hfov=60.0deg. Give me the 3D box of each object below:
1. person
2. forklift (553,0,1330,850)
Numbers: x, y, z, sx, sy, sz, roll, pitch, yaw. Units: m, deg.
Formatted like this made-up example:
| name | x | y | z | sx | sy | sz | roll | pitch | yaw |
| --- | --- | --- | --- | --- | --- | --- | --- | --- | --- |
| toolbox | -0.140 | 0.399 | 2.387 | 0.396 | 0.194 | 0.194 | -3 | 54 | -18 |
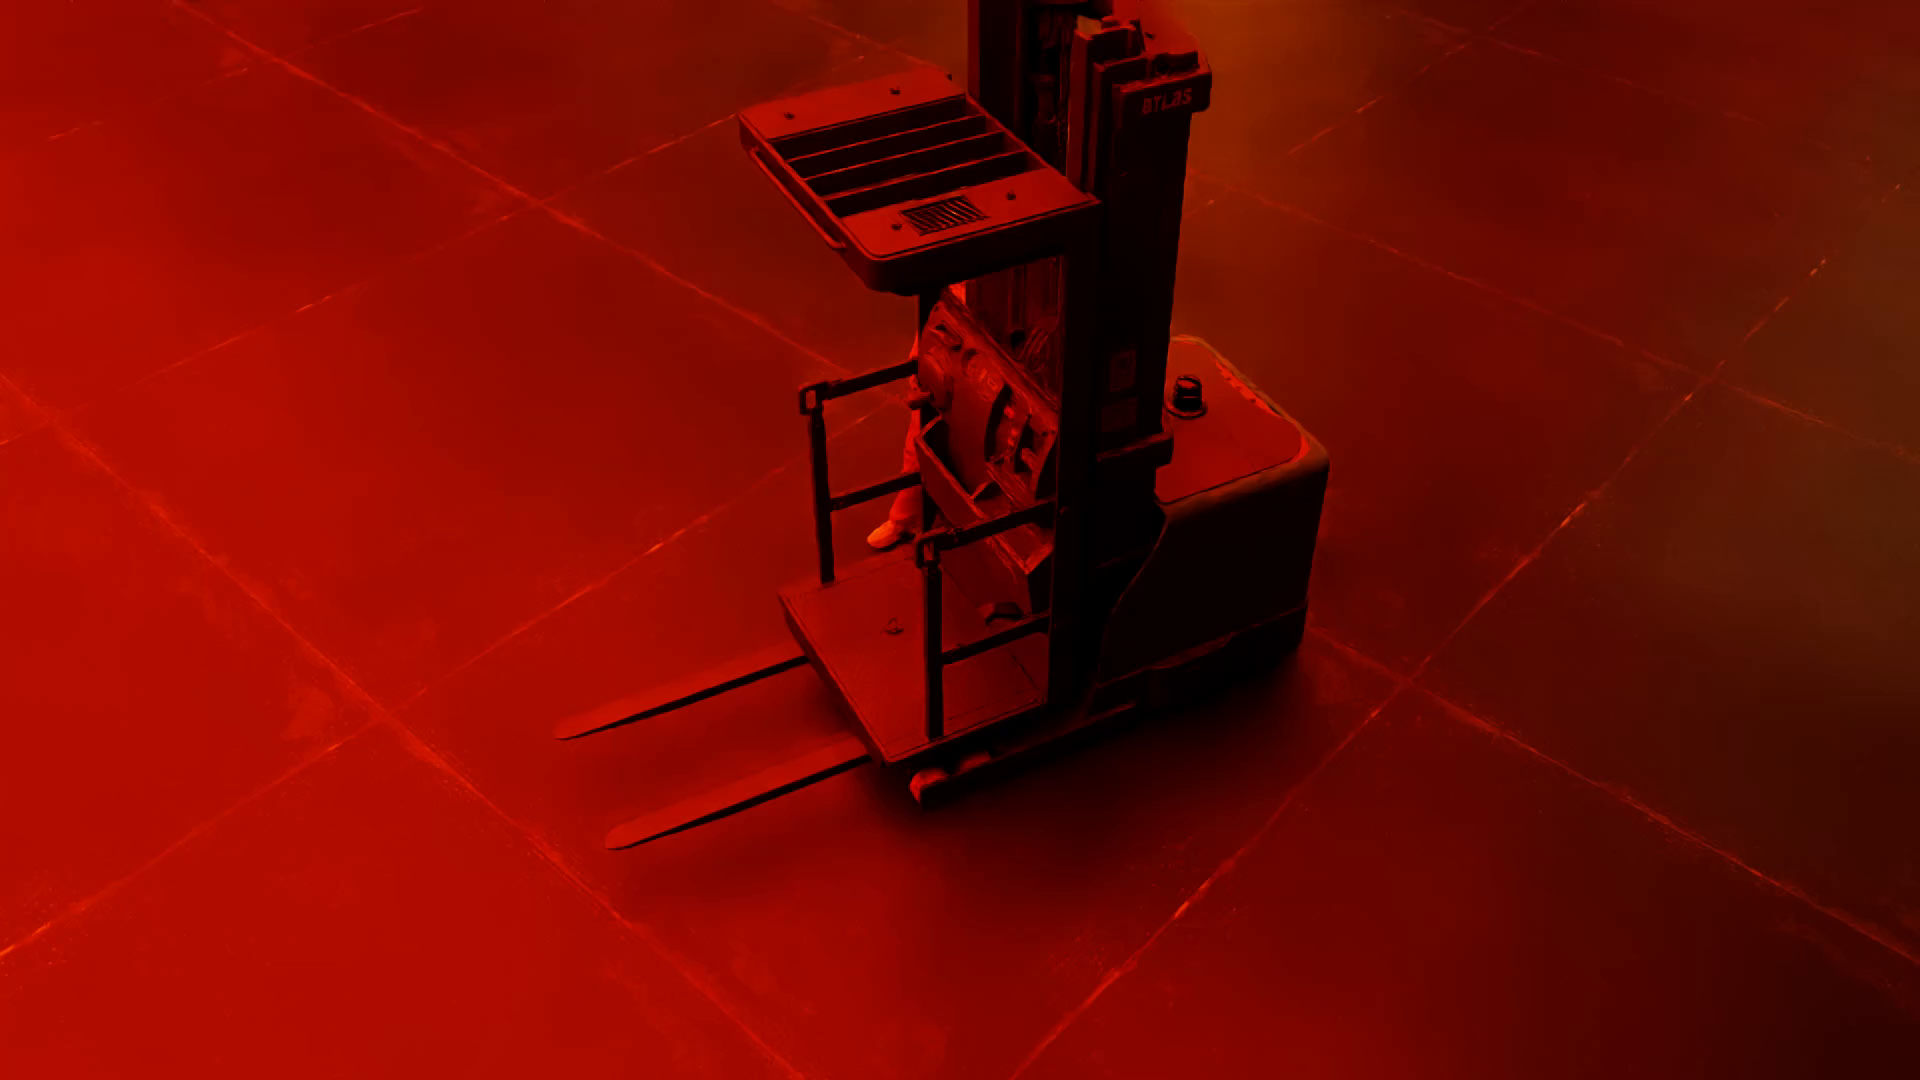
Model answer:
| name | x | y | z | sx | sy | sz | roll | pitch | yaw |
| --- | --- | --- | --- | --- | --- | --- | --- | --- | --- |
| person | -0.058 | -0.619 | 7.085 | 0.554 | 1.672 | 0.545 | 31 | 49 | 31 |
| forklift | -0.092 | -0.469 | 5.975 | 3.031 | 2.935 | 1.130 | -19 | 44 | -21 |
